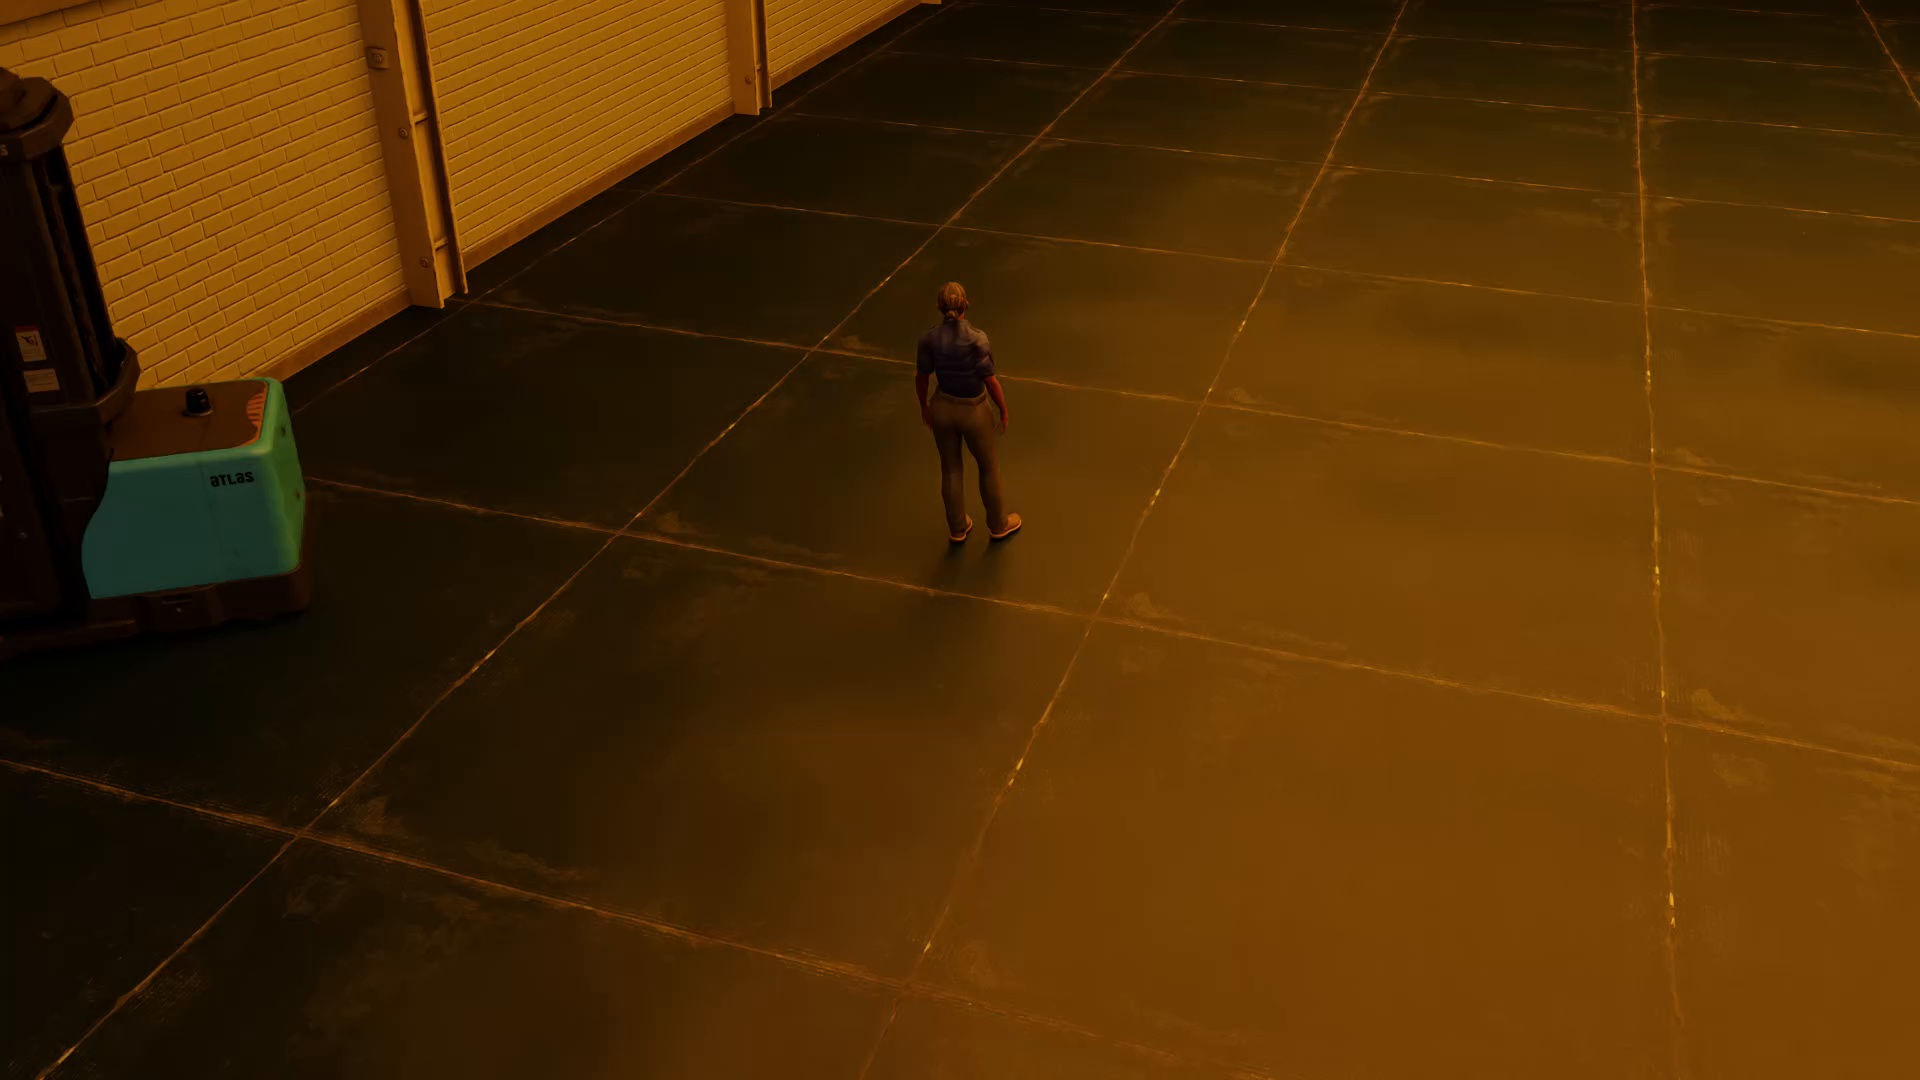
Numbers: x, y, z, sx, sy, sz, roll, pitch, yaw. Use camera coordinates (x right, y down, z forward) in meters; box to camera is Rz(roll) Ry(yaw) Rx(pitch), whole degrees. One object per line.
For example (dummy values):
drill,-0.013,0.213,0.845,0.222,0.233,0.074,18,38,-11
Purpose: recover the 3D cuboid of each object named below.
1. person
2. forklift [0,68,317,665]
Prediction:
person,0.047,-0.763,9.749,0.569,1.654,0.504,10,31,16
forklift,-5.230,-0.864,8.653,3.031,2.935,1.130,-8,31,-14
